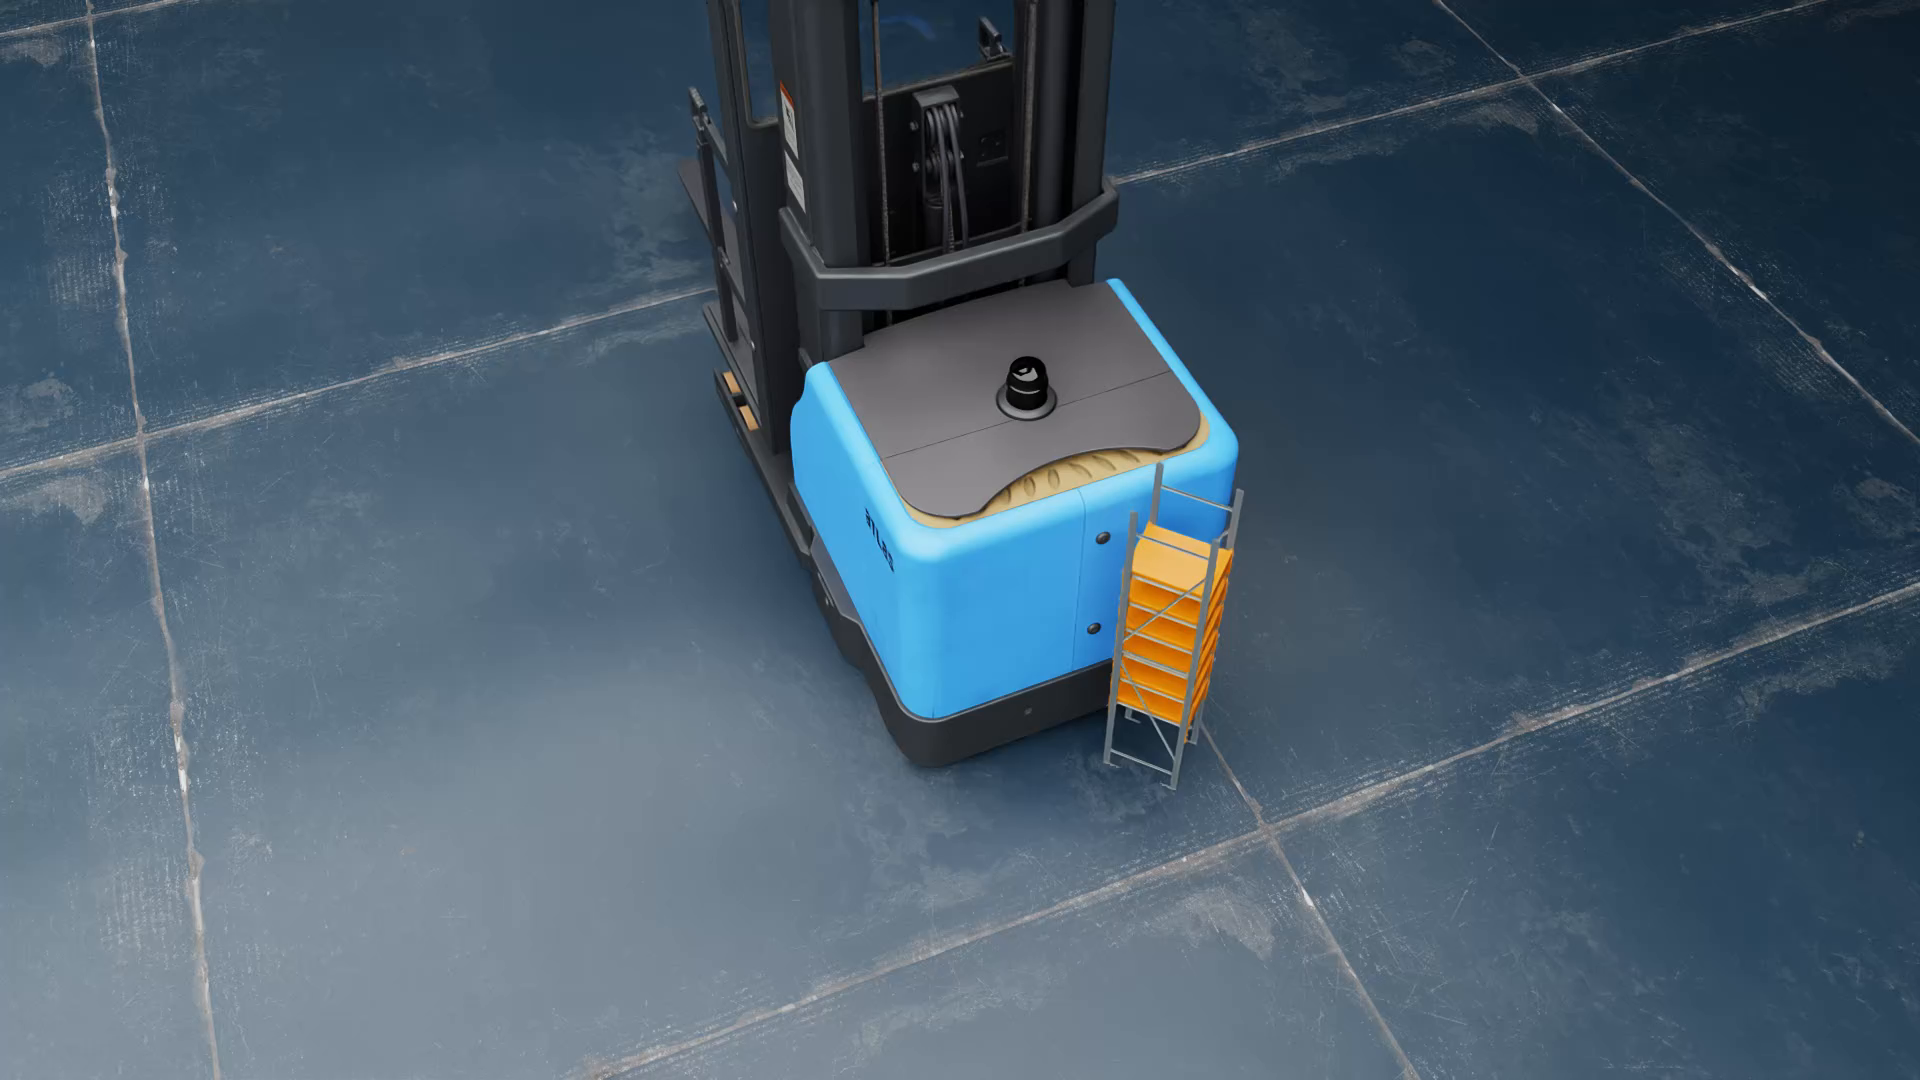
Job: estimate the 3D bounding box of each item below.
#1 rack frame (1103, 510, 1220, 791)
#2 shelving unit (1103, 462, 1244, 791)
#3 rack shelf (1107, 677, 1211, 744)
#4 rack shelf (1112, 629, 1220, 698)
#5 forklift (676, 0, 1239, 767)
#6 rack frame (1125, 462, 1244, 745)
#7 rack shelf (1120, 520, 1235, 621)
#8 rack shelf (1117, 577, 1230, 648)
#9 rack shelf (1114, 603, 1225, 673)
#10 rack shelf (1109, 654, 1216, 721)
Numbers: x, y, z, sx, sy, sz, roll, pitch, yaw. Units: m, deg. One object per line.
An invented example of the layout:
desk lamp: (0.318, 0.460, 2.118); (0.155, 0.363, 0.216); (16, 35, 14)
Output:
rack frame: (0.548, 0.346, 4.661); (0.240, 1.200, 0.006); (20, 53, 16)
shelving unit: (0.587, 0.282, 4.714); (0.258, 1.200, 0.189); (20, 53, 16)
rack shelf: (0.589, 0.463, 4.933); (0.258, 0.103, 0.180); (20, 53, 16)
rack shelf: (0.587, 0.311, 4.748); (0.258, 0.103, 0.180); (20, 53, 16)
forklift: (-0.252, -1.404, 5.024); (1.130, 2.935, 3.031); (-18, 52, -15)
rack frame: (0.626, 0.218, 4.766); (0.240, 1.200, 0.006); (20, 53, 16)
rack shelf: (0.584, 0.081, 4.470); (0.258, 0.103, 0.180); (20, 53, 16)
rack shelf: (0.585, 0.158, 4.563); (0.258, 0.103, 0.180); (20, 53, 16)
rack shelf: (0.586, 0.234, 4.656); (0.258, 0.103, 0.180); (20, 53, 16)
rack shelf: (0.588, 0.387, 4.841); (0.258, 0.103, 0.180); (20, 53, 16)
